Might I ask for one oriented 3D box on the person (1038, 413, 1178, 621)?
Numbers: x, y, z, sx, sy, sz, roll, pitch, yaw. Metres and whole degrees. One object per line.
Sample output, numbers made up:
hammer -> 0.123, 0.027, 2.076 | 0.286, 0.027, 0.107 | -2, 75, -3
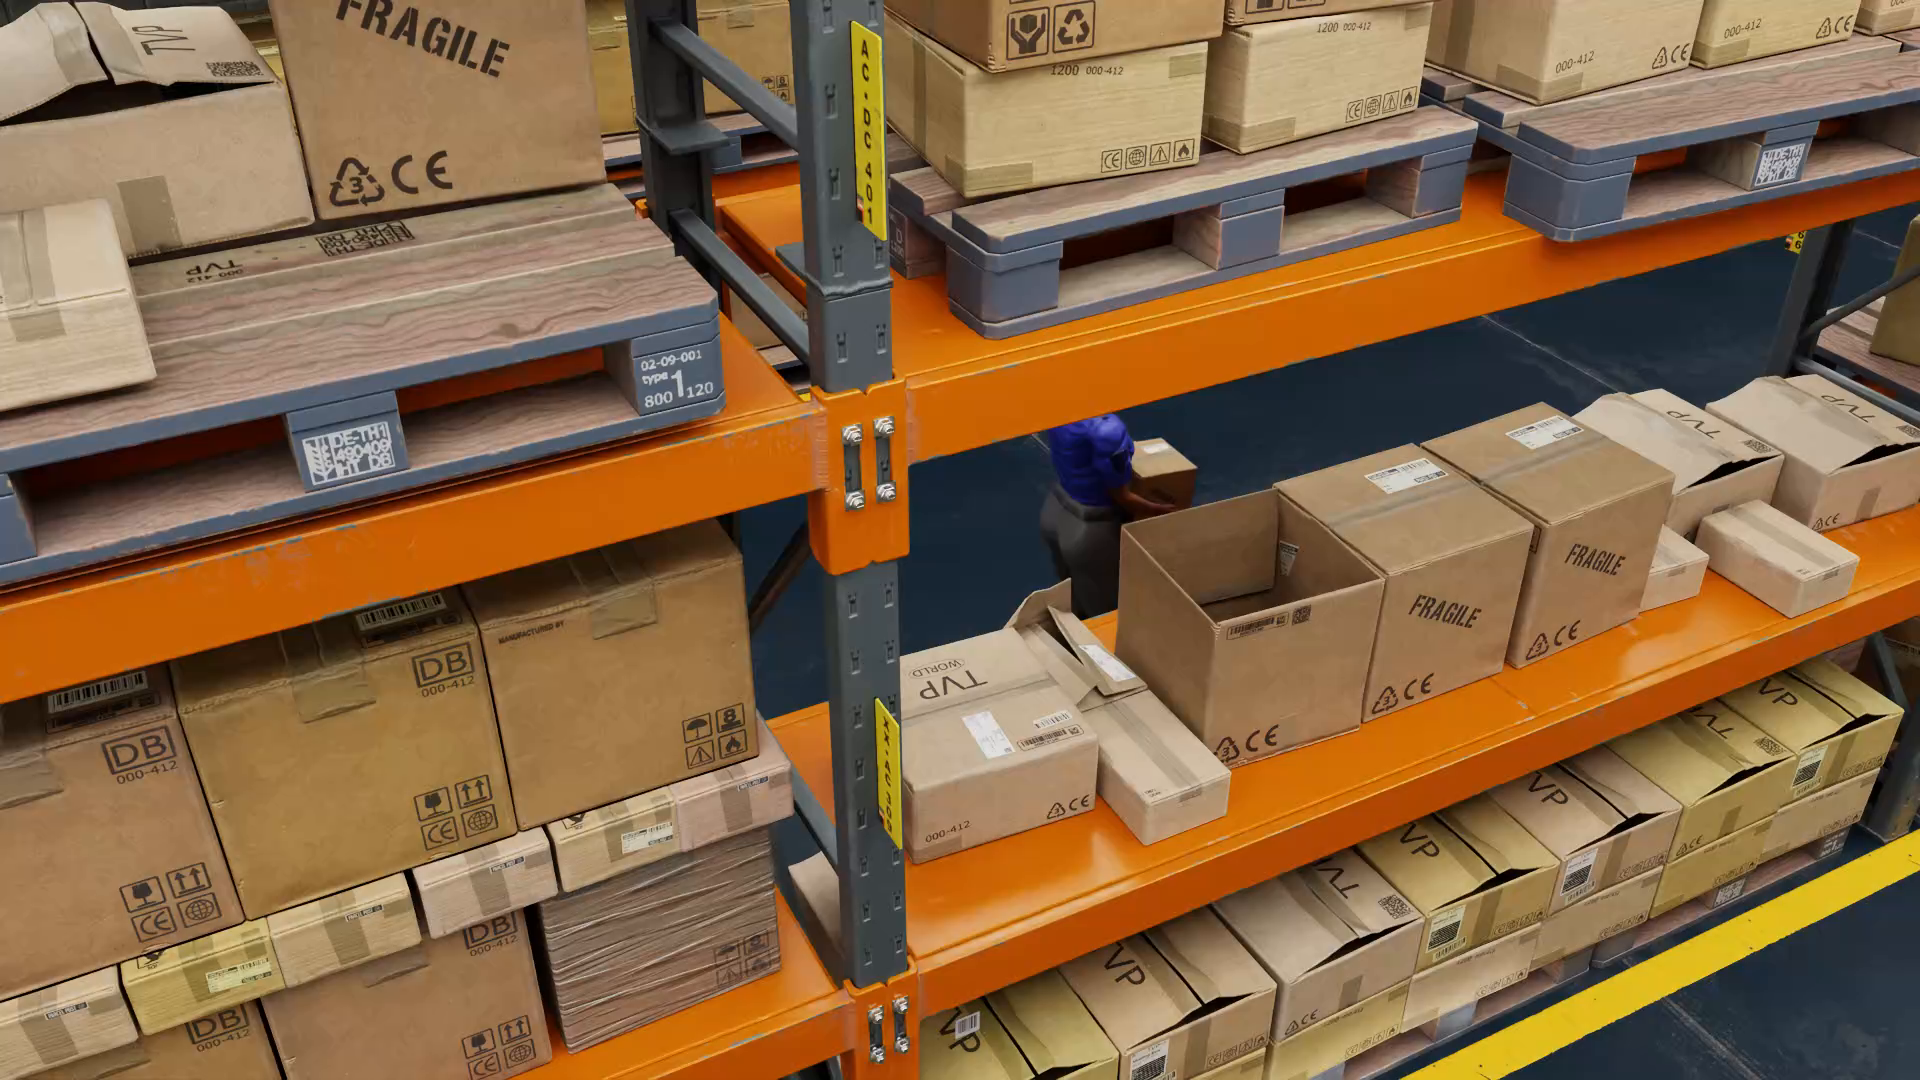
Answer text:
person -> 0.544, -0.061, 6.234 | 0.475, 1.659, 0.470 | -16, 36, -23
